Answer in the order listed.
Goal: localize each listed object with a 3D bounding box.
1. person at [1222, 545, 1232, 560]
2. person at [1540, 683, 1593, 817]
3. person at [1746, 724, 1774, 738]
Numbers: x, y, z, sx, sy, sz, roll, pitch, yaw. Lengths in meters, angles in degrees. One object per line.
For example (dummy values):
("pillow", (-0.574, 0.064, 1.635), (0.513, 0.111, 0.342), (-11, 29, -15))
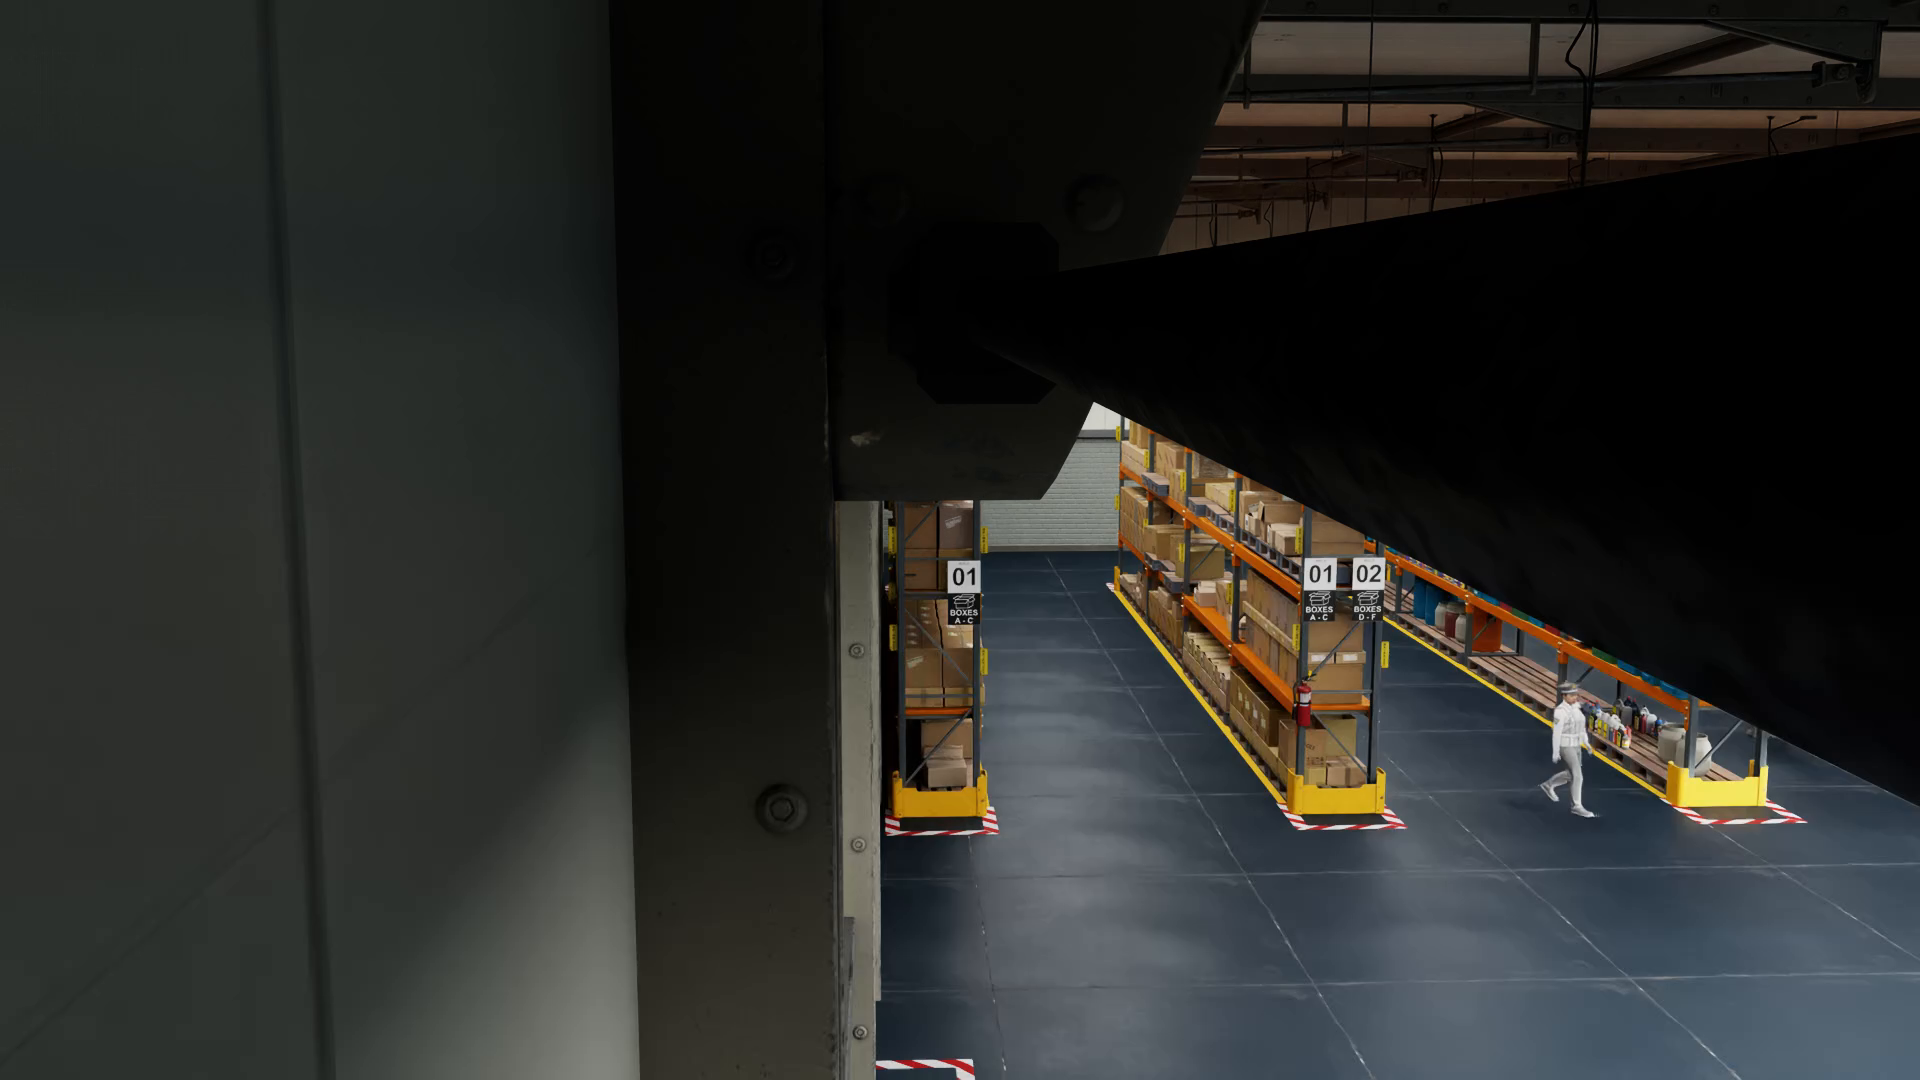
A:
("person", (6.392, -0.384, 40.549), (1.102, 1.725, 0.586), (3, 9, 21))
("person", (7.575, 2.555, 20.656), (0.557, 1.645, 0.764), (-7, 11, -38))
("person", (11.643, 2.005, 24.090), (0.573, 1.773, 0.535), (0, 8, 1))
